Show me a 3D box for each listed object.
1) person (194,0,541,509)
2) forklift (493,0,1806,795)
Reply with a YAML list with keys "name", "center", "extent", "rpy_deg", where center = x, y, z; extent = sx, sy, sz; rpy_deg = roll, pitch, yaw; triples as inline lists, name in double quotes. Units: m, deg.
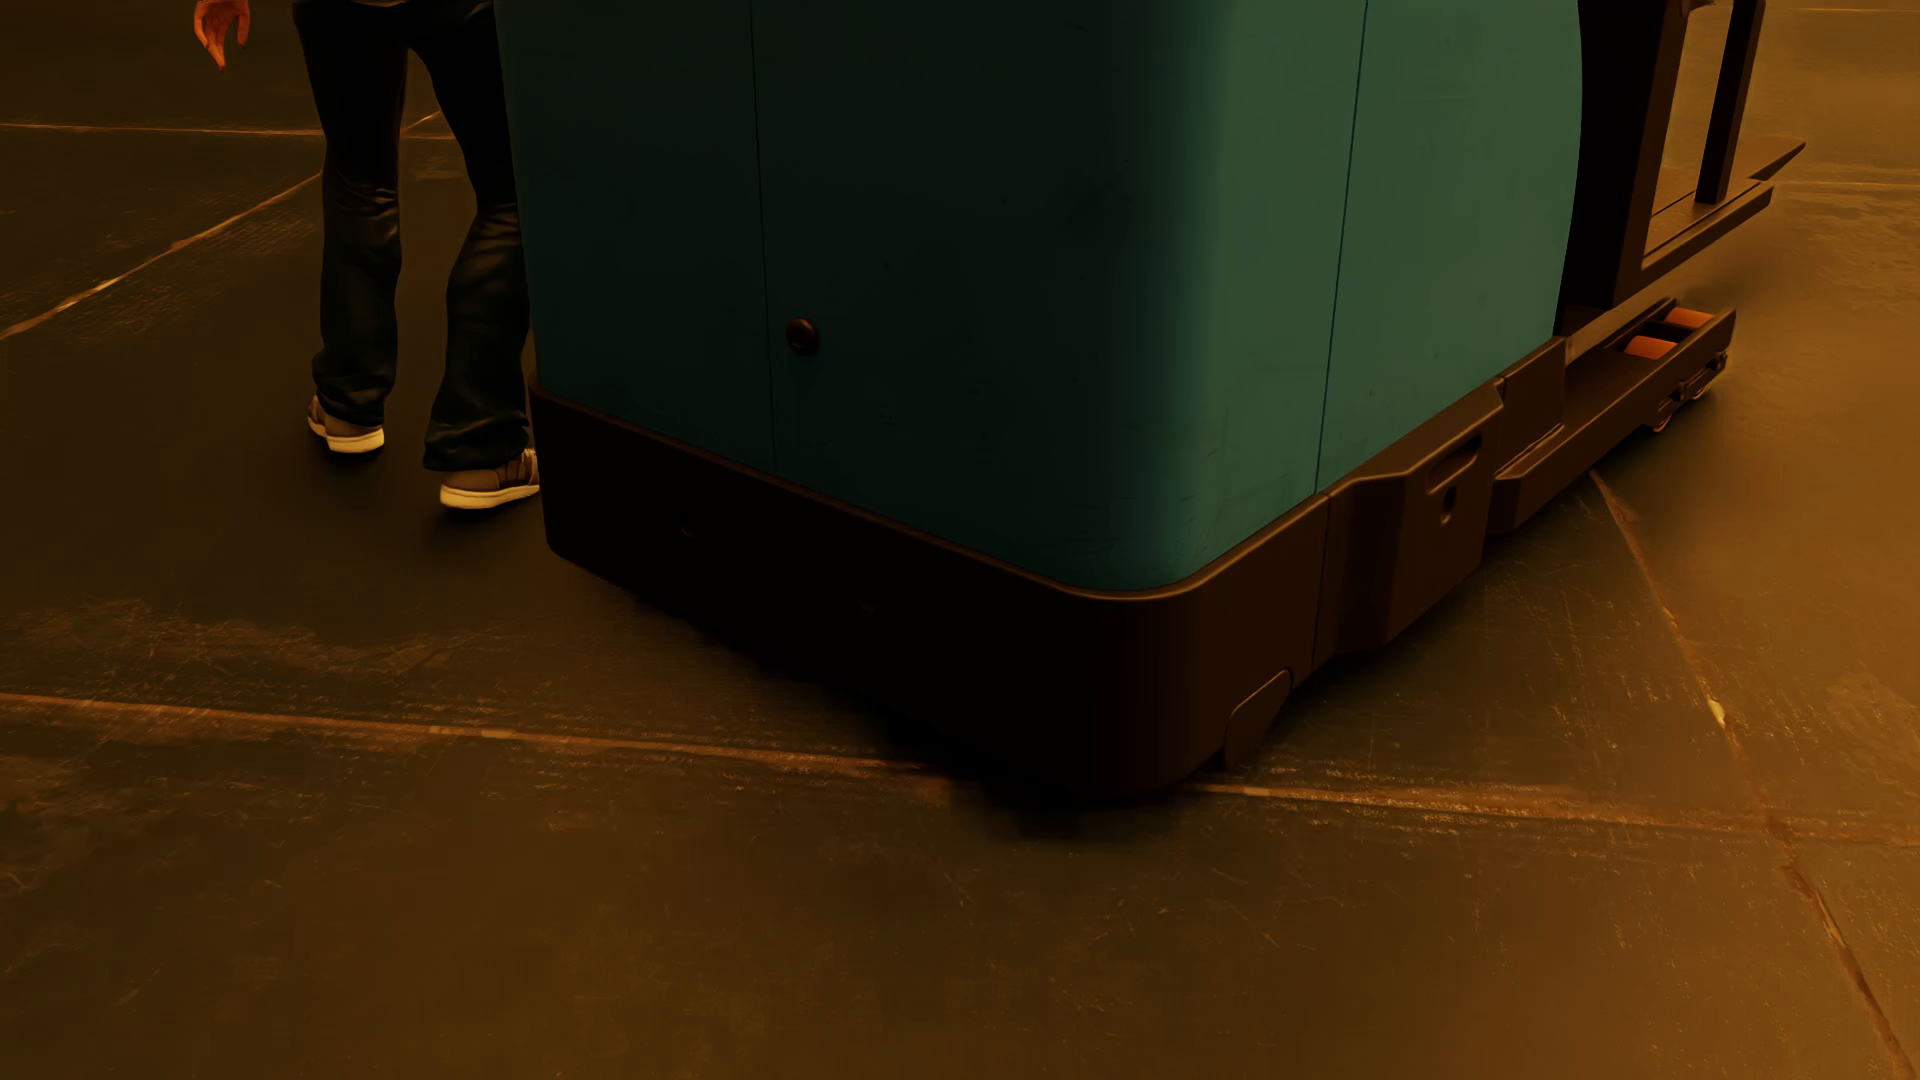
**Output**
- name: "person"
  center: [-0.823, -0.807, 2.414]
  extent: [0.730, 1.563, 0.405]
  rpy_deg: [10, 28, 19]
- name: "forklift"
  center: [0.743, -1.623, 2.469]
  extent: [1.130, 2.935, 3.031]
  rpy_deg: [20, 33, 35]
